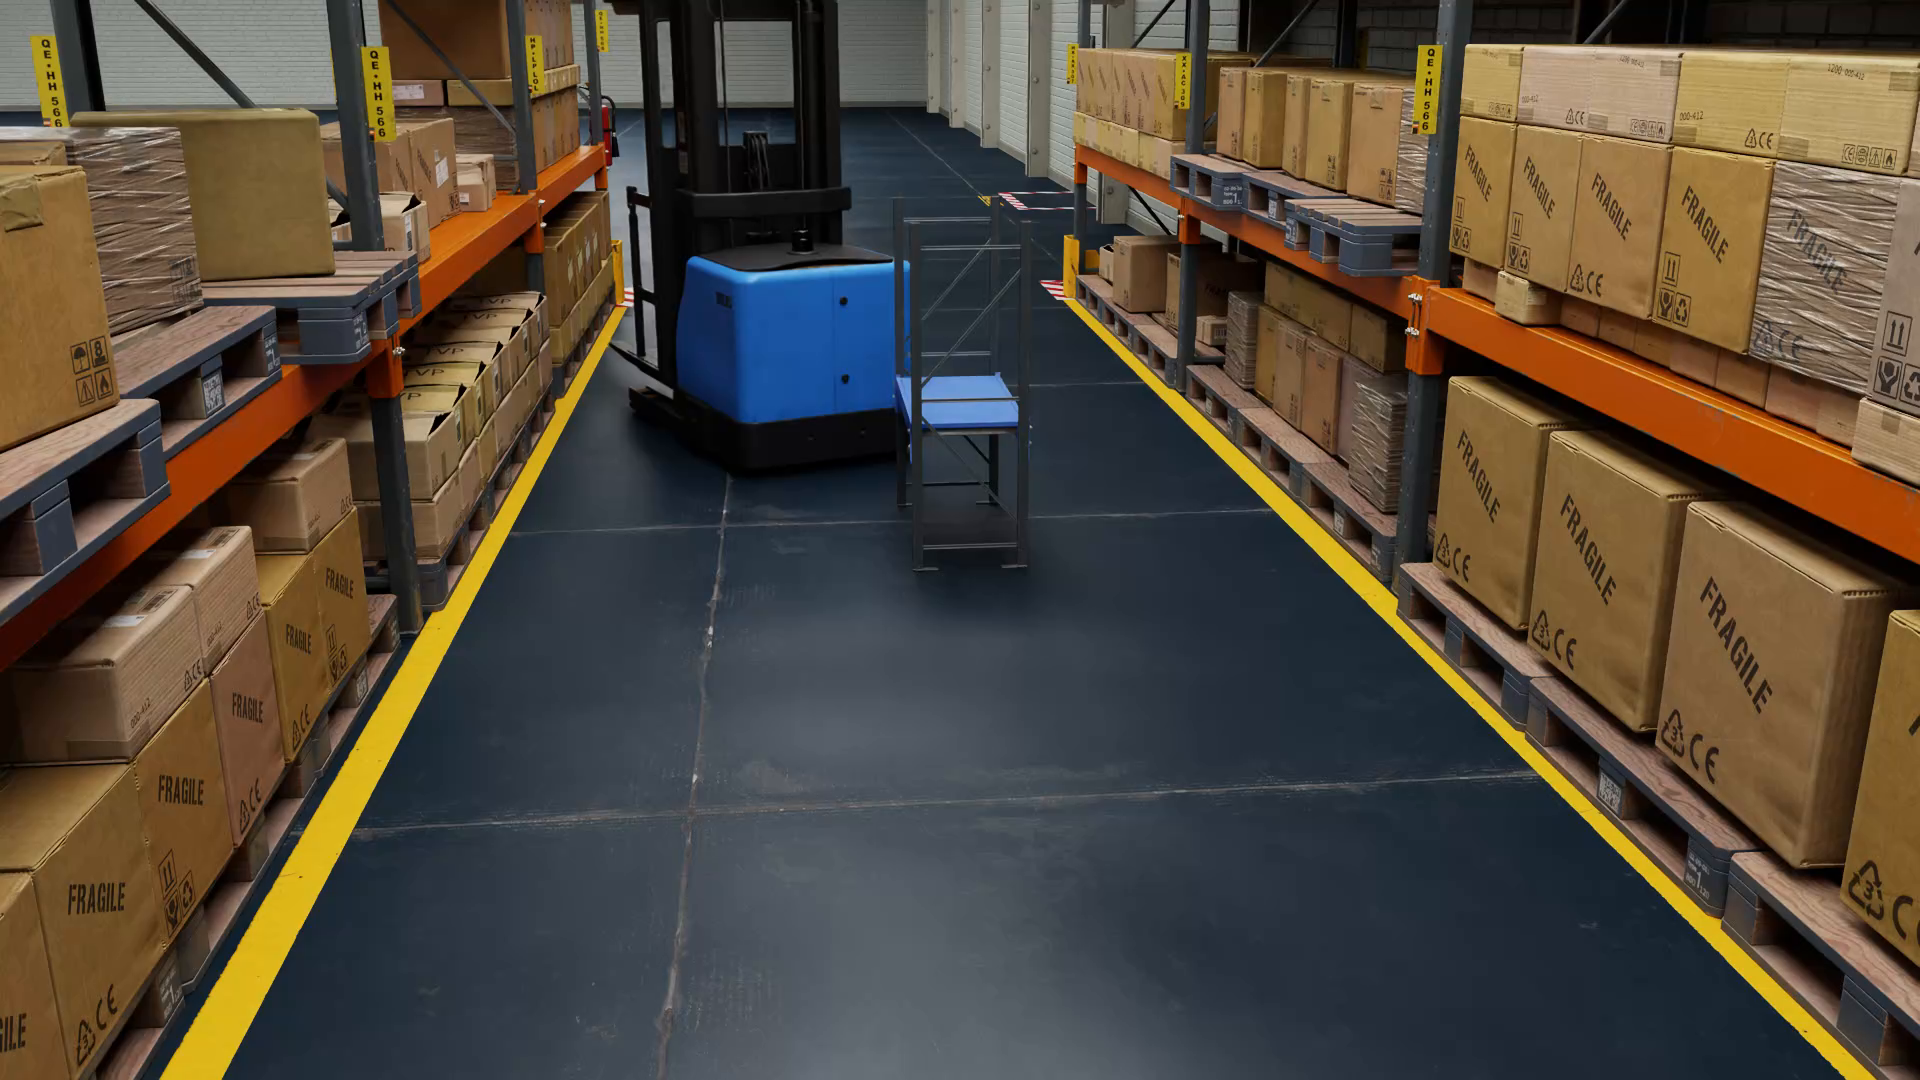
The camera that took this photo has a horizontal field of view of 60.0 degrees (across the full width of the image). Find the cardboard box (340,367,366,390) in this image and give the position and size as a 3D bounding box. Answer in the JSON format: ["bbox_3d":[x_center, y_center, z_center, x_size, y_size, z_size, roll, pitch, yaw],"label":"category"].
[{"bbox_3d":[-3.023,-0.666,7.743,0.500,0.311,0.500,-2,18,-6],"label":"cardboard box"}]

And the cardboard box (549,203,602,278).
[{"bbox_3d":[-2.971,-2.238,12.435,0.500,0.500,0.500,-2,18,-6],"label":"cardboard box"}]

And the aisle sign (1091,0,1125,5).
[{"bbox_3d":[1.181,-4.846,13.766,0.394,0.787,0.004,-2,18,-6],"label":"aisle sign"}]

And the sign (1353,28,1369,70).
[{"bbox_3d":[2.452,-2.973,10.205,0.100,0.325,0.005,-2,18,-6],"label":"sign"}]

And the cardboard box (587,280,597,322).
[{"bbox_3d":[-2.924,-1.731,12.072,0.500,0.250,0.500,-2,18,-6],"label":"cardboard box"}]

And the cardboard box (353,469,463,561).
[{"bbox_3d":[-2.376,-0.110,6.908,0.500,0.250,0.500,-2,18,-6],"label":"cardboard box"}]

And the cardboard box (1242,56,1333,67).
[{"bbox_3d":[2.059,-2.844,10.694,0.500,0.500,0.500,-2,18,-7],"label":"cardboard box"}]

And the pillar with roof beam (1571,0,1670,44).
[{"bbox_3d":[-1.243,-4.354,6.521,9.100,9.000,0.400,-2,18,-6],"label":"pillar with roof beam"}]

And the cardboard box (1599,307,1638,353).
[{"bbox_3d":[2.261,-0.689,5.251,0.380,0.149,0.250,-1,17,-4],"label":"cardboard box"}]

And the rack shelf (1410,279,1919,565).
[{"bbox_3d":[2.519,-0.271,4.734,1.077,0.370,4.000,-2,18,-6],"label":"rack shelf"}]

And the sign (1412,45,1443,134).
[{"bbox_3d":[1.774,-1.705,6.300,0.100,0.325,0.005,-2,18,-6],"label":"sign"}]

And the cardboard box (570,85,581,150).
[{"bbox_3d":[-3.404,-3.348,13.166,0.700,0.500,0.500,-2,18,-6],"label":"cardboard box"}]

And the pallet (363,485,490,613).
[{"bbox_3d":[-2.661,0.028,7.236,1.003,0.211,1.213,-2,18,-6],"label":"pallet"}]

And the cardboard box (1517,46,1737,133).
[{"bbox_3d":[2.159,-1.464,5.383,0.500,0.250,0.500,-2,18,-6],"label":"cardboard box"}]

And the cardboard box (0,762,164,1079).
[{"bbox_3d":[-2.075,0.808,3.534,0.500,0.500,0.500,-2,17,-5],"label":"cardboard box"}]

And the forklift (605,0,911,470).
[{"bbox_3d":[-1.356,-2.162,9.669,1.130,2.935,3.031,-9,20,-26],"label":"forklift"}]

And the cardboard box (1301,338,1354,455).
[{"bbox_3d":[2.169,-0.745,8.480,0.700,0.500,0.500,-2,18,-6],"label":"cardboard box"}]

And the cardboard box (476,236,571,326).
[{"bbox_3d":[-2.763,-1.642,10.537,0.500,0.500,0.500,-2,18,-6],"label":"cardboard box"}]

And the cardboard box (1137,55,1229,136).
[{"bbox_3d":[1.486,-2.978,11.119,0.500,0.500,0.500,-2,18,-6],"label":"cardboard box"}]

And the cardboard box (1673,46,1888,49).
[{"bbox_3d":[2.667,-1.486,5.453,0.500,0.250,0.500,-2,18,-7],"label":"cardboard box"}]

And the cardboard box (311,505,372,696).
[{"bbox_3d":[-2.284,0.198,5.477,0.500,0.500,0.500,-1,17,-3],"label":"cardboard box"}]

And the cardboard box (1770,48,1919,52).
[{"bbox_3d":[2.717,-1.333,4.965,0.500,0.250,0.500,-2,18,-7],"label":"cardboard box"}]

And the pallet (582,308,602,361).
[{"bbox_3d":[-3.196,-1.520,12.166,1.003,0.211,1.213,-2,18,-6],"label":"pallet"}]

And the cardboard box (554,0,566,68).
[{"bbox_3d":[-3.339,-3.794,12.423,0.700,0.500,0.500,-2,18,-7],"label":"cardboard box"}]

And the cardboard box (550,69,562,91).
[{"bbox_3d":[-3.076,-3.303,11.941,0.380,0.149,0.250,-1,17,-4],"label":"cardboard box"}]

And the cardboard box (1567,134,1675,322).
[{"bbox_3d":[2.203,-0.953,5.007,0.500,0.500,0.500,-2,18,-6],"label":"cardboard box"}]

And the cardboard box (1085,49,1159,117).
[{"bbox_3d":[1.279,-3.590,13.071,0.500,0.500,0.500,-2,18,-5],"label":"cardboard box"}]

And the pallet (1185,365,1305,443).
[{"bbox_3d":[1.982,-0.840,9.999,1.003,0.211,1.213,-2,18,-6],"label":"pallet"}]

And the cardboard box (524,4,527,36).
[{"bbox_3d":[-3.132,-3.197,10.520,0.700,0.500,0.500,-2,18,-6],"label":"cardboard box"}]

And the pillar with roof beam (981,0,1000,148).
[{"bbox_3d":[-3.719,-11.504,29.297,9.100,9.000,0.400,-2,18,-6],"label":"pillar with roof beam"}]

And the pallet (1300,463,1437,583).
[{"bbox_3d":[2.233,-0.113,7.684,1.003,0.211,1.213,-2,18,-6],"label":"pallet"}]

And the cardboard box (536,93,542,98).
[{"bbox_3d":[-2.969,-2.995,10.960,0.380,0.149,0.250,-2,18,-7],"label":"cardboard box"}]

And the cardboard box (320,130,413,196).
[{"bbox_3d":[-2.804,-1.603,7.609,0.500,0.500,0.500,-3,18,-9],"label":"cardboard box"}]

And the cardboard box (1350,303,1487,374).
[{"bbox_3d":[2.190,-0.970,7.946,0.500,0.250,0.500,-1,17,-5],"label":"cardboard box"}]

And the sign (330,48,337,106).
[{"bbox_3d":[-3.579,-2.681,9.632,0.100,0.325,0.005,-2,18,-6],"label":"sign"}]

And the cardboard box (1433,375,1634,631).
[{"bbox_3d":[2.258,-0.162,6.073,0.750,0.750,0.750,-2,18,-6],"label":"cardboard box"}]

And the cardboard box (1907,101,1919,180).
[{"bbox_3d":[2.379,-0.859,3.458,0.500,0.250,0.500,-1,17,-4],"label":"cardboard box"}]

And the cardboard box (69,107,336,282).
[{"bbox_3d":[-2.437,-1.120,5.369,0.700,0.500,0.500,-8,19,-24],"label":"cardboard box"}]

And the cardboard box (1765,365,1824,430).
[{"bbox_3d":[2.321,-0.380,4.266,0.380,0.149,0.250,-2,18,-7],"label":"cardboard box"}]

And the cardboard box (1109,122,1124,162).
[{"bbox_3d":[1.386,-2.920,12.186,0.500,0.250,0.500,-2,18,-5],"label":"cardboard box"}]

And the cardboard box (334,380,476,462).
[{"bbox_3d":[-2.439,-0.533,7.322,0.500,0.311,0.500,-2,18,-7],"label":"cardboard box"}]

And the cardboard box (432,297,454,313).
[{"bbox_3d":[-3.232,-1.273,9.677,0.500,0.311,0.500,-2,18,-5],"label":"cardboard box"}]

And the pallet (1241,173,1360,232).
[{"bbox_3d":[2.068,-1.707,8.427,1.003,0.211,1.213,-2,18,-6],"label":"pallet"}]

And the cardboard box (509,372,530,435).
[{"bbox_3d":[-2.592,-0.719,8.847,0.500,0.250,0.500,-1,17,-4],"label":"cardboard box"}]

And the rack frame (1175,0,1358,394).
[{"bbox_3d":[1.900,-2.402,10.320,1.000,3.000,0.127,-2,18,-6],"label":"rack frame"}]

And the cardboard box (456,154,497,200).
[{"bbox_3d":[-2.933,-2.031,9.389,0.500,0.250,0.500,-1,17,-2],"label":"cardboard box"}]

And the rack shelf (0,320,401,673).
[{"bbox_3d":[-2.408,-0.117,4.243,1.077,0.370,4.000,-2,18,-6],"label":"rack shelf"}]

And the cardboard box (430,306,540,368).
[{"bbox_3d":[-2.640,-1.137,9.245,0.500,0.311,0.500,-1,17,-4],"label":"cardboard box"}]

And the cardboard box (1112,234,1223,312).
[{"bbox_3d":[1.554,-2.012,12.517,0.700,0.500,0.500,-3,18,-9],"label":"cardboard box"}]

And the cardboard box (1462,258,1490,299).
[{"bbox_3d":[2.116,-0.995,6.224,0.380,0.149,0.250,-2,18,-6],"label":"cardboard box"}]

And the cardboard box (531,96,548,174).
[{"bbox_3d":[-3.188,-2.734,11.211,0.700,0.500,0.500,-2,17,-5],"label":"cardboard box"}]

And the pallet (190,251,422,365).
[{"bbox_3d":[-2.475,-0.765,5.426,1.213,0.211,1.003,-2,18,-6],"label":"pallet"}]

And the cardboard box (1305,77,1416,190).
[{"bbox_3d":[2.103,-1.978,8.069,0.700,0.500,0.500,-2,18,-6],"label":"cardboard box"}]

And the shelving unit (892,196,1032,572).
[{"bbox_3d":[-0.009,-0.741,7.533,0.538,1.500,1.048,-2,18,-6],"label":"shelving unit"}]

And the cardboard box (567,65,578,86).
[{"bbox_3d":[-3.182,-3.611,12.921,0.380,0.149,0.250,-1,17,-4],"label":"cardboard box"}]
